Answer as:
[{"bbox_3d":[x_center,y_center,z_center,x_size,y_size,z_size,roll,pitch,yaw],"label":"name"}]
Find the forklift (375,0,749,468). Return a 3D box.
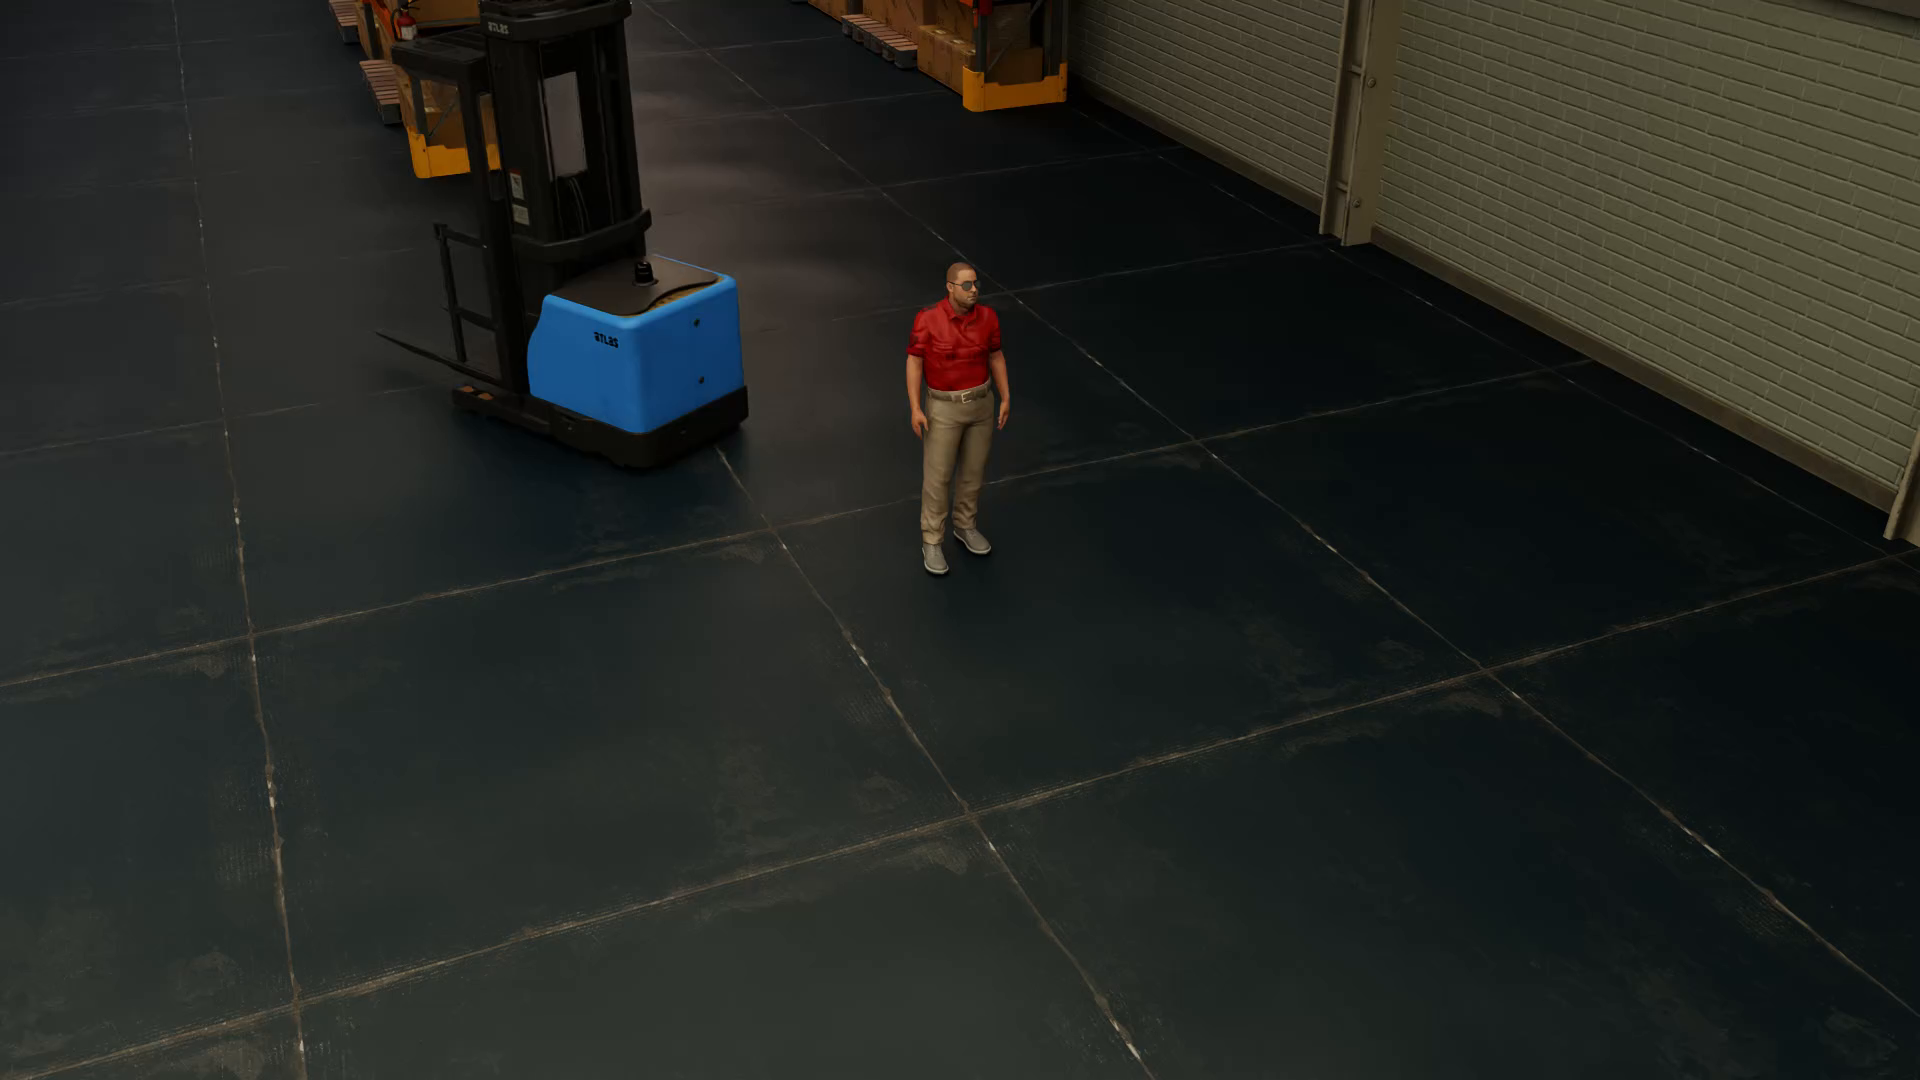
[{"bbox_3d":[-2.935,-2.314,11.167,3.031,2.935,1.130,20,36,31],"label":"forklift"}]

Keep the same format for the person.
[{"bbox_3d":[0.026,-0.714,9.564,0.641,1.727,0.550,-12,32,-20],"label":"person"}]
